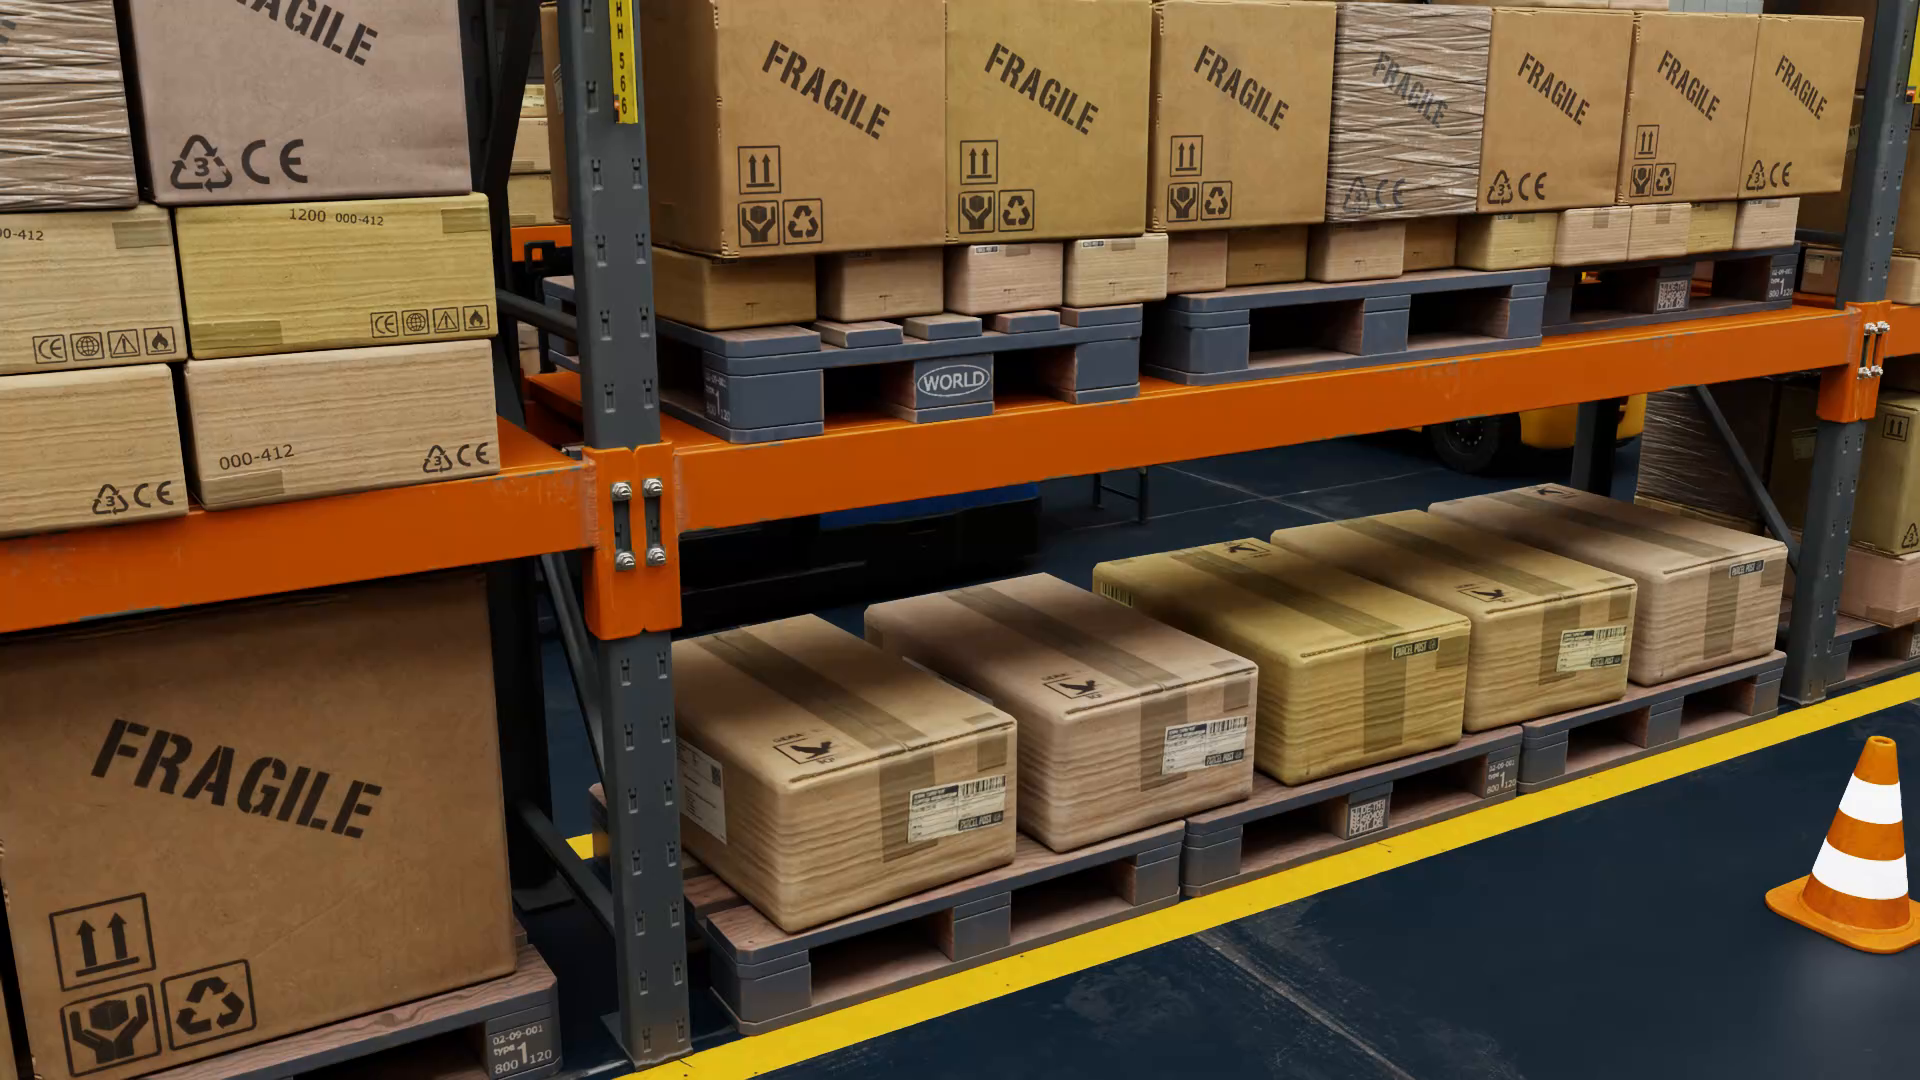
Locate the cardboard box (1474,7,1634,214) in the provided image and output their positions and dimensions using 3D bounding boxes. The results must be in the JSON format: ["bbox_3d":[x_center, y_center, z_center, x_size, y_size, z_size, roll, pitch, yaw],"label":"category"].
[{"bbox_3d":[1.405,-1.153,4.453,0.500,0.500,0.500,-9,18,-28],"label":"cardboard box"}]

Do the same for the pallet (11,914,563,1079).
[{"bbox_3d":[-1.590,0.974,3.543,1.213,0.211,1.003,-9,18,-30],"label":"pallet"}]

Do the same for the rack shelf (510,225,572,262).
[{"bbox_3d":[-1.721,-1.540,8.680,4.000,0.370,1.077,-9,18,-30],"label":"rack shelf"}]

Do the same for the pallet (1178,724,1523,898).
[{"bbox_3d":[0.840,0.605,4.860,1.213,0.211,1.003,-9,18,-30],"label":"pallet"}]

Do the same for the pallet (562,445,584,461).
[{"bbox_3d":[-1.665,-0.540,8.944,1.213,0.211,1.003,-9,18,-30],"label":"pallet"}]

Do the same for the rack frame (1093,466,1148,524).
[{"bbox_3d":[0.750,-0.843,7.637,0.023,1.500,0.400,-9,18,-30],"label":"rack frame"}]

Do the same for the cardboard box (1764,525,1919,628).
[{"bbox_3d":[3.198,0.086,5.863,0.500,0.250,0.500,-10,19,-32],"label":"cardboard box"}]

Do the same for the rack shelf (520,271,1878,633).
[{"bbox_3d":[0.839,-0.392,4.585,4.000,0.370,1.077,-9,18,-30],"label":"rack shelf"}]

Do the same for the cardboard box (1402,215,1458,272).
[{"bbox_3d":[1.094,-0.811,4.434,0.250,0.149,0.380,-10,18,-32],"label":"cardboard box"}]

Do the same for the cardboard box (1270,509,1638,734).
[{"bbox_3d":[1.490,0.221,5.156,0.625,0.372,0.950,-8,18,-26],"label":"cardboard box"}]

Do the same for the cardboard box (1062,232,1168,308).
[{"bbox_3d":[0.263,-0.636,3.810,0.250,0.149,0.380,-9,18,-29],"label":"cardboard box"}]

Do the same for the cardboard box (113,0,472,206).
[{"bbox_3d":[-1.184,-0.858,2.875,0.500,0.500,0.500,-10,18,-31],"label":"cardboard box"}]

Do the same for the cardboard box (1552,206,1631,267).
[{"bbox_3d":[1.600,-0.850,4.571,0.250,0.149,0.380,-9,18,-29],"label":"cardboard box"}]

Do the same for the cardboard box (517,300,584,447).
[{"bbox_3d":[-2.337,-0.844,8.483,0.625,0.625,0.875,-9,18,-28],"label":"cardboard box"}]

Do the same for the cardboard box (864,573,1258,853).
[{"bbox_3d":[0.242,0.422,4.438,0.625,0.372,0.950,-10,18,-31],"label":"cardboard box"}]

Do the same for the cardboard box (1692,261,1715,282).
[{"bbox_3d":[2.672,-1.011,5.924,0.250,0.149,0.380,-9,18,-30],"label":"cardboard box"}]

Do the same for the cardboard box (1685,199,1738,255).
[{"bbox_3d":[2.019,-0.930,4.857,0.250,0.149,0.380,-10,18,-31],"label":"cardboard box"}]

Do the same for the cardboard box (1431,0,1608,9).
[{"bbox_3d":[1.467,-1.464,4.358,0.250,0.149,0.380,-10,19,-32],"label":"cardboard box"}]

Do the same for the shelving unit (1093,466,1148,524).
[{"bbox_3d":[0.436,-0.792,7.457,0.755,1.500,0.431,-9,18,-30],"label":"shelving unit"}]

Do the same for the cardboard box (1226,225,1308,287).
[{"bbox_3d":[0.651,-0.736,4.166,0.250,0.149,0.380,-8,18,-28],"label":"cardboard box"}]

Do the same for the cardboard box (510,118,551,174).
[{"bbox_3d":[-2.041,-1.920,8.054,0.500,0.250,0.500,-10,18,-31],"label":"cardboard box"}]

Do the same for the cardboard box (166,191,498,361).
[{"bbox_3d":[-1.160,-0.503,2.999,0.500,0.250,0.500,-9,18,-30],"label":"cardboard box"}]

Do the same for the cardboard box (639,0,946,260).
[{"bbox_3d":[-0.371,-0.863,3.418,0.500,0.500,0.500,-10,18,-31],"label":"cardboard box"}]

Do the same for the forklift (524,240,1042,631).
[{"bbox_3d":[-1.186,-1.208,6.287,3.031,2.935,1.130,-9,18,-30],"label":"forklift"}]

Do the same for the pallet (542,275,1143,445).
[{"bbox_3d":[-0.320,-0.492,3.963,1.003,0.211,1.213,-9,18,-30],"label":"pallet"}]

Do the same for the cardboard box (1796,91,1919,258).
[{"bbox_3d":[3.074,-1.205,5.414,0.500,0.500,0.500,-9,18,-30],"label":"cardboard box"}]

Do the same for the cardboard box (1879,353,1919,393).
[{"bbox_3d":[3.336,-0.591,5.687,0.250,0.149,0.380,-9,18,-29],"label":"cardboard box"}]

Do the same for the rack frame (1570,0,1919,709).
[{"bbox_3d":[2.553,-1.017,5.479,0.127,3.000,1.000,-9,18,-30],"label":"rack frame"}]

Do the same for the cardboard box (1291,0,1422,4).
[{"bbox_3d":[1.090,-1.564,4.716,0.250,0.149,0.380,-8,18,-27],"label":"cardboard box"}]

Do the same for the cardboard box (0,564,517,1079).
[{"bbox_3d":[-1.511,0.437,3.452,0.875,0.875,0.875,-9,18,-30],"label":"cardboard box"}]

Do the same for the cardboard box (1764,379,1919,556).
[{"bbox_3d":[3.198,-0.276,5.762,0.500,0.500,0.500,-8,18,-27],"label":"cardboard box"}]

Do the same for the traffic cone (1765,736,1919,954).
[{"bbox_3d":[2.211,0.701,4.051,0.334,0.463,0.336,-9,18,-30],"label":"traffic cone"}]

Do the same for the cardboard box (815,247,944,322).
[{"bbox_3d":[-0.242,-0.576,3.593,0.250,0.149,0.380,-11,19,-33],"label":"cardboard box"}]

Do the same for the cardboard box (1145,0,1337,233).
[{"bbox_3d":[0.524,-1.013,3.951,0.500,0.500,0.500,-9,18,-29],"label":"cardboard box"}]

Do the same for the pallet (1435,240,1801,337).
[{"bbox_3d":[1.823,-0.852,5.246,1.213,0.211,1.003,-9,18,-30],"label":"pallet"}]

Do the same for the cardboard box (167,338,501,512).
[{"bbox_3d":[-1.175,-0.258,3.051,0.500,0.250,0.500,-10,18,-32],"label":"cardboard box"}]

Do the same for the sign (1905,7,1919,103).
[{"bbox_3d":[2.842,-1.446,4.867,0.005,0.325,0.100,-9,18,-30],"label":"sign"}]

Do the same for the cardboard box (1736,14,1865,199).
[{"bbox_3d":[2.275,-1.293,4.950,0.500,0.500,0.500,-10,18,-31],"label":"cardboard box"}]
